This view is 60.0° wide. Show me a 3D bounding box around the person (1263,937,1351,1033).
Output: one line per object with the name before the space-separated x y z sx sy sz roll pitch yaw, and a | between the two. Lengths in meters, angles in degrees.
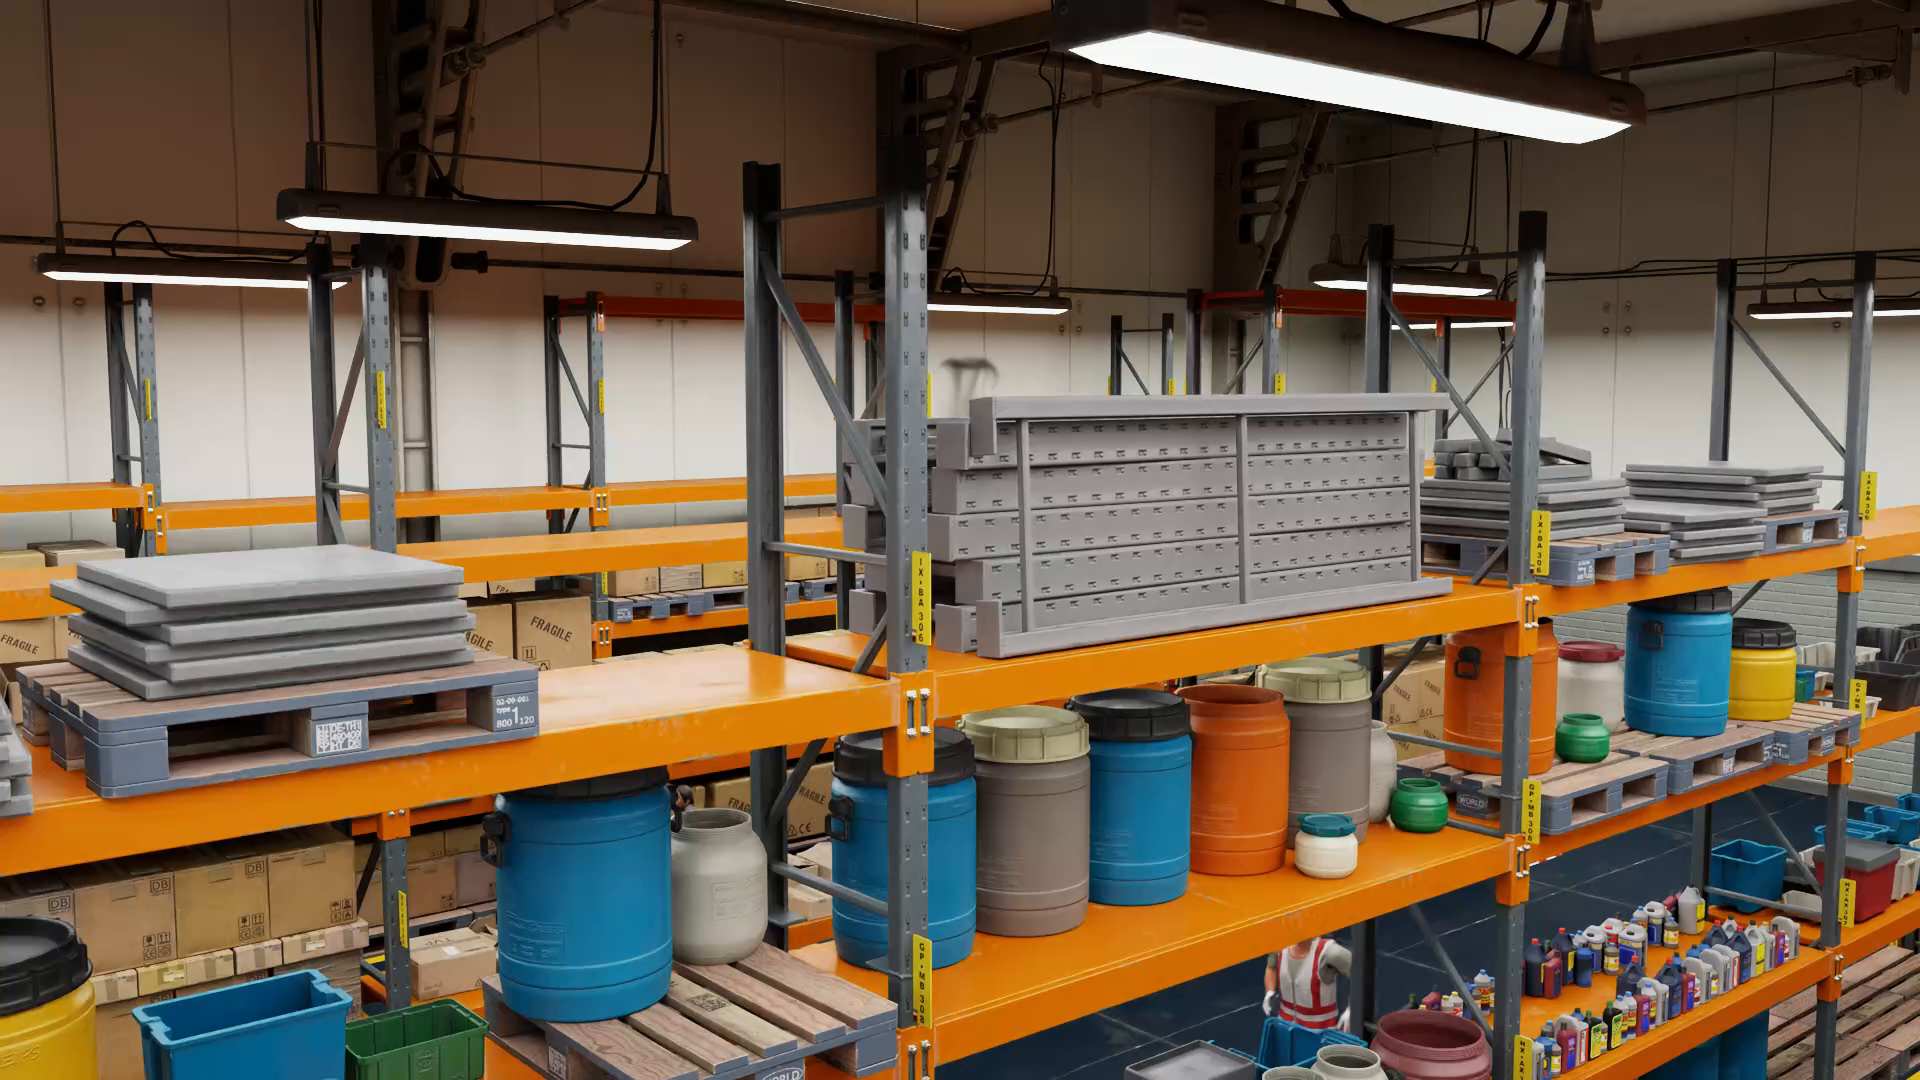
person | 2.308 3.220 11.019 1.030 1.775 0.685 -5 7 -42

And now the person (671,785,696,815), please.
person | -2.319 2.972 14.880 0.674 1.607 0.633 -5 7 -40
